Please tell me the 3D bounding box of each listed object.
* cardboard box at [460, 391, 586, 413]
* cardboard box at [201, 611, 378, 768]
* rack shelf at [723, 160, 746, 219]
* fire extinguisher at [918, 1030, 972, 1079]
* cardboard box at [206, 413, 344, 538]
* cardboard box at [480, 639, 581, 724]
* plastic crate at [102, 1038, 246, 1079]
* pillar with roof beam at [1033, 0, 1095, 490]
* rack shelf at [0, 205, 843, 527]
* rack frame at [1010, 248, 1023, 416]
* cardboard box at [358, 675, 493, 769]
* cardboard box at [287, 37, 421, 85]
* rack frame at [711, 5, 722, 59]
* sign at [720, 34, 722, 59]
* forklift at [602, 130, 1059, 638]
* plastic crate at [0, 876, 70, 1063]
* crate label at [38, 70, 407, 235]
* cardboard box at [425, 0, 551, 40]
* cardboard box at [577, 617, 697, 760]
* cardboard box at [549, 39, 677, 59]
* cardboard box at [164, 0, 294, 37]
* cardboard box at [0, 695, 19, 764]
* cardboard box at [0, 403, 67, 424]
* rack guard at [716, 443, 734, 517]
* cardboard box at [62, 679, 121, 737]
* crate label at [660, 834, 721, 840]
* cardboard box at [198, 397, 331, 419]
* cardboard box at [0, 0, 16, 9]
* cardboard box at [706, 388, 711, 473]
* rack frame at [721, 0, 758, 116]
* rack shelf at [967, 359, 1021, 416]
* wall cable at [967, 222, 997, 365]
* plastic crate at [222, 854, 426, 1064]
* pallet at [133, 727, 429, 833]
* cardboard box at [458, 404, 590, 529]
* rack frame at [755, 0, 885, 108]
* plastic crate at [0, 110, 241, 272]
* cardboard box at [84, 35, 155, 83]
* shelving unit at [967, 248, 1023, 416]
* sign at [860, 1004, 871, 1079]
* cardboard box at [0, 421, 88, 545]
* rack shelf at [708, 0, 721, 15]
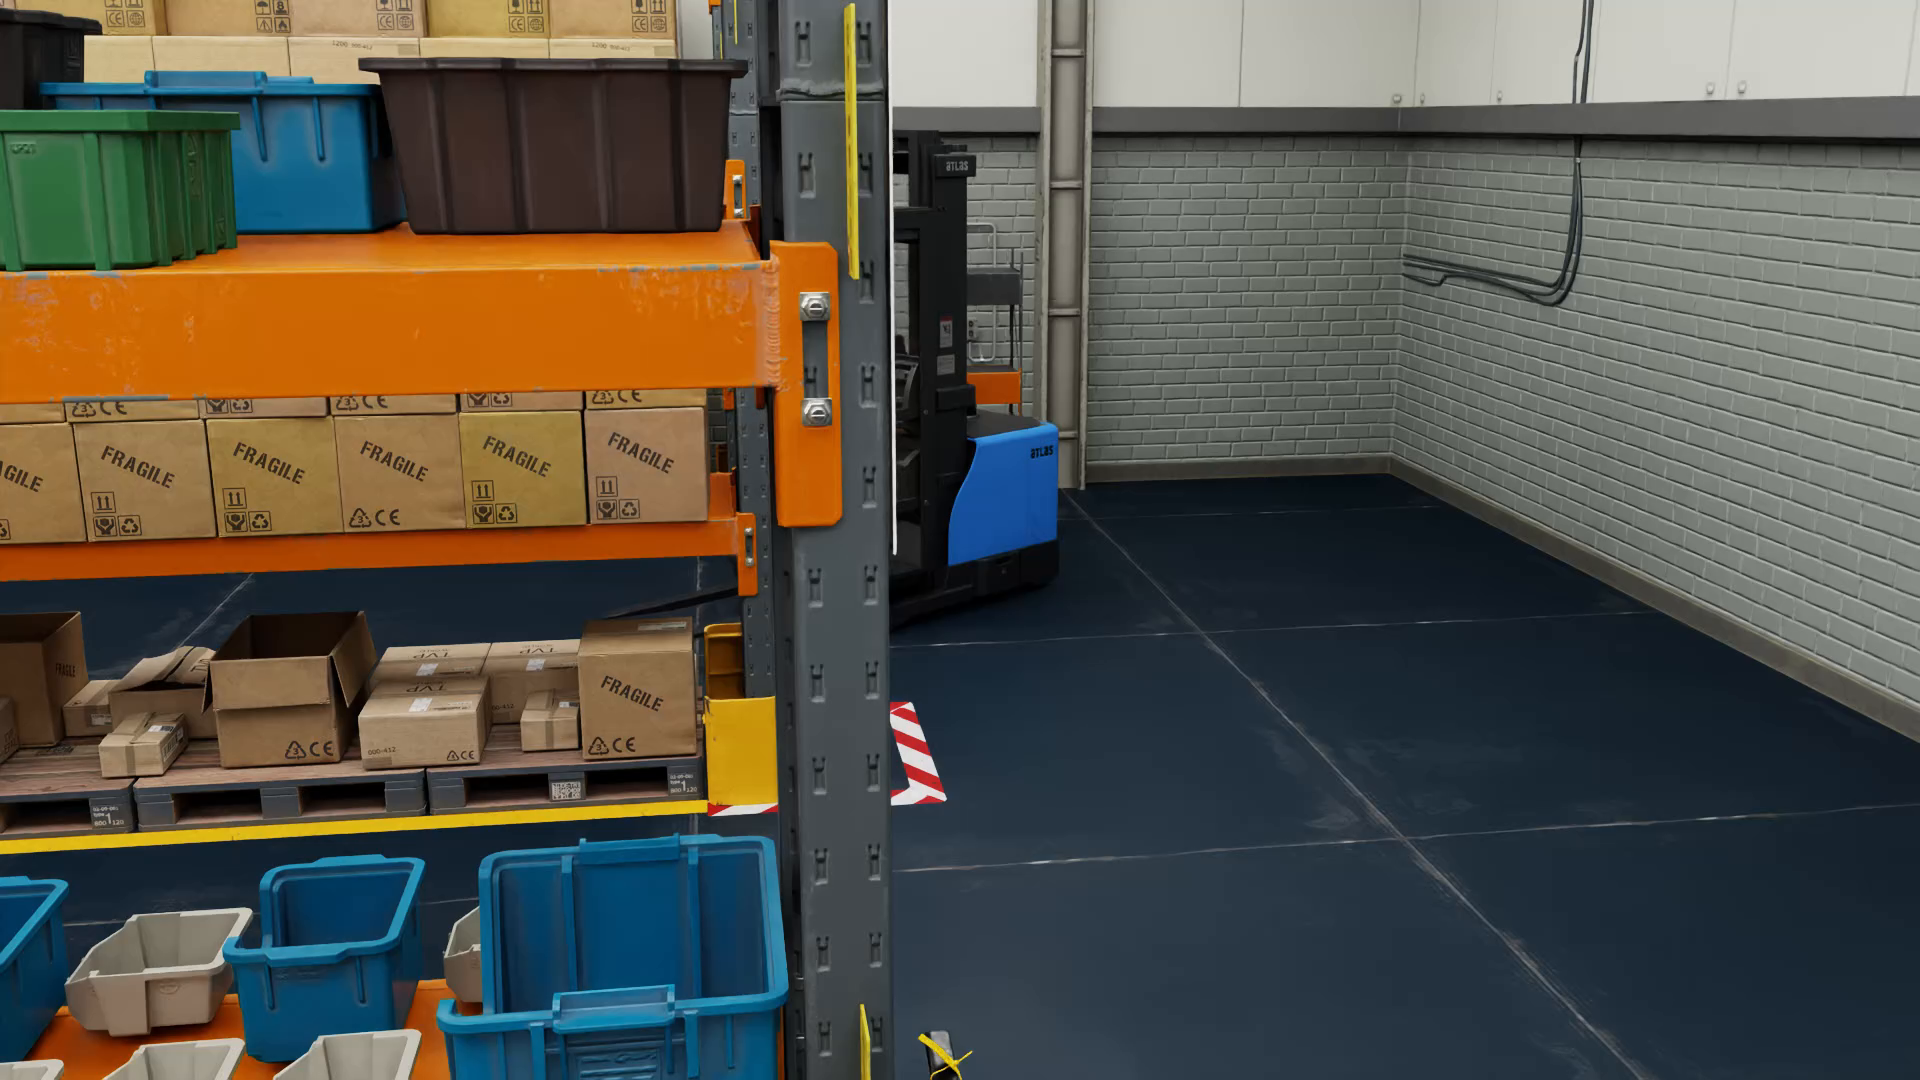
[{"bbox_3d":[-1.865,-0.841,7.146,0.500,0.500,0.500,-2,14,-7],"label":"cardboard box"},{"bbox_3d":[-3.065,0.665,7.630,0.637,0.503,0.797,-2,14,-8],"label":"cardboard box"},{"bbox_3d":[-2.944,-1.441,7.115,4.000,0.370,1.077,-2,14,-8],"label":"rack shelf"},{"bbox_3d":[-0.015,1.106,2.571,0.183,0.674,0.296,-2,14,-8],"label":"fire extinguisher"},{"bbox_3d":[-2.874,-0.320,7.126,0.500,0.500,0.500,-2,14,-9],"label":"cardboard box"},{"bbox_3d":[-2.041,0.682,8.084,0.500,0.250,0.500,-2,14,-8],"label":"cardboard box"},{"bbox_3d":[-1.300,0.963,2.635,0.243,0.136,0.396,-2,14,-8],"label":"plastic crate"},{"bbox_3d":[1.474,-3.780,8.793,0.400,9.000,9.100,-2,14,-8],"label":"pillar with roof beam"},{"bbox_3d":[-2.210,-0.250,2.364,4.000,0.370,1.077,-2,14,-8],"label":"rack shelf"},{"bbox_3d":[0.405,-1.033,12.026,0.015,2.100,0.400,-2,14,-8],"label":"rack frame"},{"bbox_3d":[-2.411,0.819,7.539,0.500,0.250,0.500,-2,14,-8],"label":"cardboard box"},{"bbox_3d":[-2.426,-1.917,6.814,0.500,0.250,0.500,-2,14,-8],"label":"cardboard box"},{"bbox_3d":[-1.708,-4.509,11.703,0.127,3.000,1.000,-2,14,-8],"label":"rack frame"},{"bbox_3d":[-1.641,-3.314,11.447,0.005,0.325,0.100,-2,14,-8],"label":"sign"},{"bbox_3d":[-0.747,-0.970,10.064,3.031,2.935,1.130,-13,19,-43],"label":"forklift"},{"bbox_3d":[-1.827,0.813,3.033,0.300,0.233,0.416,-2,14,-8],"label":"plastic crate"},{"bbox_3d":[-1.193,-0.643,2.760,0.502,0.251,0.408,-2,14,-8],"label":"crate label"},{"bbox_3d":[-1.979,-2.376,7.102,0.500,0.500,0.700,-2,14,-8],"label":"cardboard box"},{"bbox_3d":[-1.467,0.670,7.617,0.500,0.500,0.500,-2,14,-8],"label":"cardboard box"},{"bbox_3d":[-1.436,-1.953,6.955,0.500,0.250,0.500,-2,14,-8],"label":"cardboard box"},{"bbox_3d":[-2.966,-2.336,6.944,0.500,0.500,0.700,-2,14,-8],"label":"cardboard box"},{"bbox_3d":[-4.474,0.865,7.230,0.500,0.311,0.500,-2,14,-8],"label":"cardboard box"},{"bbox_3d":[-3.904,-0.765,6.843,0.500,0.500,0.500,-3,14,-10],"label":"cardboard box"},{"bbox_3d":[-1.684,-0.388,12.740,0.348,0.500,1.175,-2,14,-8],"label":"rack guard"},{"bbox_3d":[-4.039,0.790,7.863,0.250,0.149,0.380,-2,14,-8],"label":"cardboard box"},{"bbox_3d":[-0.525,0.766,3.223,0.303,0.233,0.416,-2,14,-8],"label":"crate label"},{"bbox_3d":[-2.885,-0.802,6.992,0.500,0.500,0.500,-2,14,-7],"label":"cardboard box"},{"bbox_3d":[-3.931,-2.262,6.648,0.500,0.500,0.700,-2,14,-8],"label":"cardboard box"},{"bbox_3d":[-1.444,-0.504,7.858,0.500,0.500,0.500,-2,14,-7],"label":"cardboard box"},{"bbox_3d":[-0.966,-3.318,6.952,0.127,3.000,1.000,-2,14,-8],"label":"rack frame"},{"bbox_3d":[0.164,-1.011,11.994,0.480,0.518,0.431,-2,14,-8],"label":"rack shelf"},{"bbox_3d":[-0.583,-2.366,13.401,1.851,1.984,0.084,-2,14,-8],"label":"wall cable"},{"bbox_3d":[-1.176,0.790,3.128,0.300,0.233,0.416,-2,14,-8],"label":"plastic crate"},{"bbox_3d":[-3.033,1.020,7.721,1.213,0.211,1.003,-2,14,-8],"label":"pallet"},{"bbox_3d":[-1.881,-0.355,7.265,0.500,0.500,0.500,-2,14,-8],"label":"cardboard box"},{"bbox_3d":[-0.232,-2.126,2.200,0.127,3.000,1.000,-2,14,-8],"label":"rack frame"},{"bbox_3d":[-1.165,-0.464,2.175,0.336,0.188,0.450,-2,14,-8],"label":"plastic crate"},{"bbox_3d":[-3.413,-1.879,6.663,0.500,0.250,0.500,-2,14,-8],"label":"cardboard box"},{"bbox_3d":[0.164,-1.024,11.990,0.503,2.100,0.431,-2,14,-8],"label":"shelving unit"},{"bbox_3d":[-0.134,0.836,2.385,0.005,0.325,0.100,-2,14,-8],"label":"sign"},{"bbox_3d":[-3.871,-0.284,6.981,0.500,0.500,0.500,-2,14,-7],"label":"cardboard box"},{"bbox_3d":[-3.686,-3.894,11.550,4.000,0.370,1.077,-2,14,-8],"label":"rack shelf"}]
